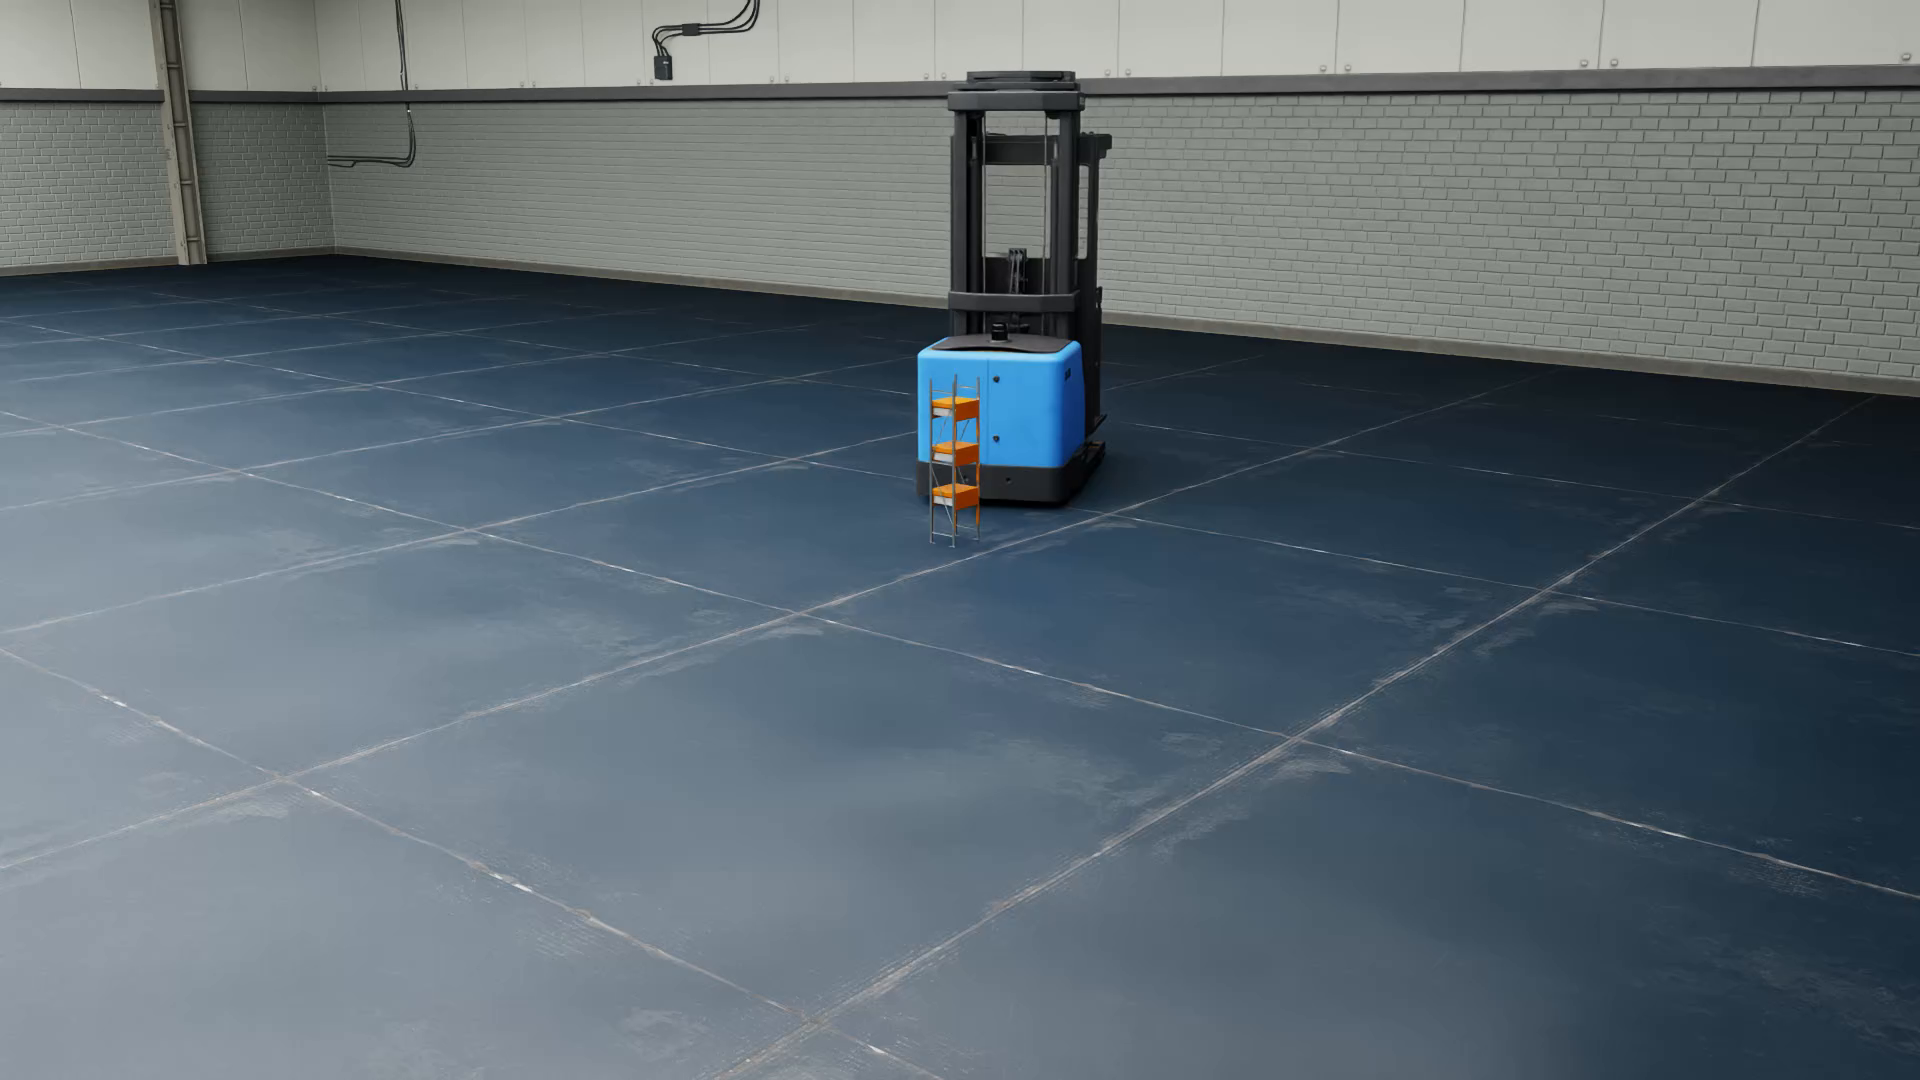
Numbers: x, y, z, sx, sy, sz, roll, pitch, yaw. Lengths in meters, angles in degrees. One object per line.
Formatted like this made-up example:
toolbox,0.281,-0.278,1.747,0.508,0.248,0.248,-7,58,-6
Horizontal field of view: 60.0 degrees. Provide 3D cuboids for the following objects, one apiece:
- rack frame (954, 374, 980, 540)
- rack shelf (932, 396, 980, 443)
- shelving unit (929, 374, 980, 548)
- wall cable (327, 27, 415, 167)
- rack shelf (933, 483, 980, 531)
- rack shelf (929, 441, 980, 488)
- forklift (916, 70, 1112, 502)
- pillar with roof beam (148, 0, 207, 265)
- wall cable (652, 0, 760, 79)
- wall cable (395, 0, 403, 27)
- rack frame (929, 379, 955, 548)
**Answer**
rack frame,0.043,-0.522,10.545,0.200,1.050,0.008,11,18,38
rack shelf,-0.034,-0.763,10.386,0.215,0.259,0.240,11,18,38
shelving unit,-0.034,-0.499,10.453,0.215,1.050,0.252,11,18,38
wall cable,-11.260,-8.304,31.341,3.097,2.526,0.112,11,18,38
rack shelf,-0.034,-0.219,10.524,0.215,0.259,0.240,11,18,38
rack shelf,-0.034,-0.488,10.456,0.215,0.259,0.240,11,18,38
forklift,0.524,-1.997,12.529,1.130,2.935,3.031,3,15,13
pillar with roof beam,-10.791,-8.783,26.921,9.100,9.000,0.400,11,18,38
wall cable,-3.886,-9.985,24.745,2.305,6.003,0.169,11,18,38
wall cable,-9.156,-10.333,29.071,3.097,2.526,0.112,11,18,38
rack frame,-0.110,-0.475,10.361,0.200,1.050,0.008,11,18,38
